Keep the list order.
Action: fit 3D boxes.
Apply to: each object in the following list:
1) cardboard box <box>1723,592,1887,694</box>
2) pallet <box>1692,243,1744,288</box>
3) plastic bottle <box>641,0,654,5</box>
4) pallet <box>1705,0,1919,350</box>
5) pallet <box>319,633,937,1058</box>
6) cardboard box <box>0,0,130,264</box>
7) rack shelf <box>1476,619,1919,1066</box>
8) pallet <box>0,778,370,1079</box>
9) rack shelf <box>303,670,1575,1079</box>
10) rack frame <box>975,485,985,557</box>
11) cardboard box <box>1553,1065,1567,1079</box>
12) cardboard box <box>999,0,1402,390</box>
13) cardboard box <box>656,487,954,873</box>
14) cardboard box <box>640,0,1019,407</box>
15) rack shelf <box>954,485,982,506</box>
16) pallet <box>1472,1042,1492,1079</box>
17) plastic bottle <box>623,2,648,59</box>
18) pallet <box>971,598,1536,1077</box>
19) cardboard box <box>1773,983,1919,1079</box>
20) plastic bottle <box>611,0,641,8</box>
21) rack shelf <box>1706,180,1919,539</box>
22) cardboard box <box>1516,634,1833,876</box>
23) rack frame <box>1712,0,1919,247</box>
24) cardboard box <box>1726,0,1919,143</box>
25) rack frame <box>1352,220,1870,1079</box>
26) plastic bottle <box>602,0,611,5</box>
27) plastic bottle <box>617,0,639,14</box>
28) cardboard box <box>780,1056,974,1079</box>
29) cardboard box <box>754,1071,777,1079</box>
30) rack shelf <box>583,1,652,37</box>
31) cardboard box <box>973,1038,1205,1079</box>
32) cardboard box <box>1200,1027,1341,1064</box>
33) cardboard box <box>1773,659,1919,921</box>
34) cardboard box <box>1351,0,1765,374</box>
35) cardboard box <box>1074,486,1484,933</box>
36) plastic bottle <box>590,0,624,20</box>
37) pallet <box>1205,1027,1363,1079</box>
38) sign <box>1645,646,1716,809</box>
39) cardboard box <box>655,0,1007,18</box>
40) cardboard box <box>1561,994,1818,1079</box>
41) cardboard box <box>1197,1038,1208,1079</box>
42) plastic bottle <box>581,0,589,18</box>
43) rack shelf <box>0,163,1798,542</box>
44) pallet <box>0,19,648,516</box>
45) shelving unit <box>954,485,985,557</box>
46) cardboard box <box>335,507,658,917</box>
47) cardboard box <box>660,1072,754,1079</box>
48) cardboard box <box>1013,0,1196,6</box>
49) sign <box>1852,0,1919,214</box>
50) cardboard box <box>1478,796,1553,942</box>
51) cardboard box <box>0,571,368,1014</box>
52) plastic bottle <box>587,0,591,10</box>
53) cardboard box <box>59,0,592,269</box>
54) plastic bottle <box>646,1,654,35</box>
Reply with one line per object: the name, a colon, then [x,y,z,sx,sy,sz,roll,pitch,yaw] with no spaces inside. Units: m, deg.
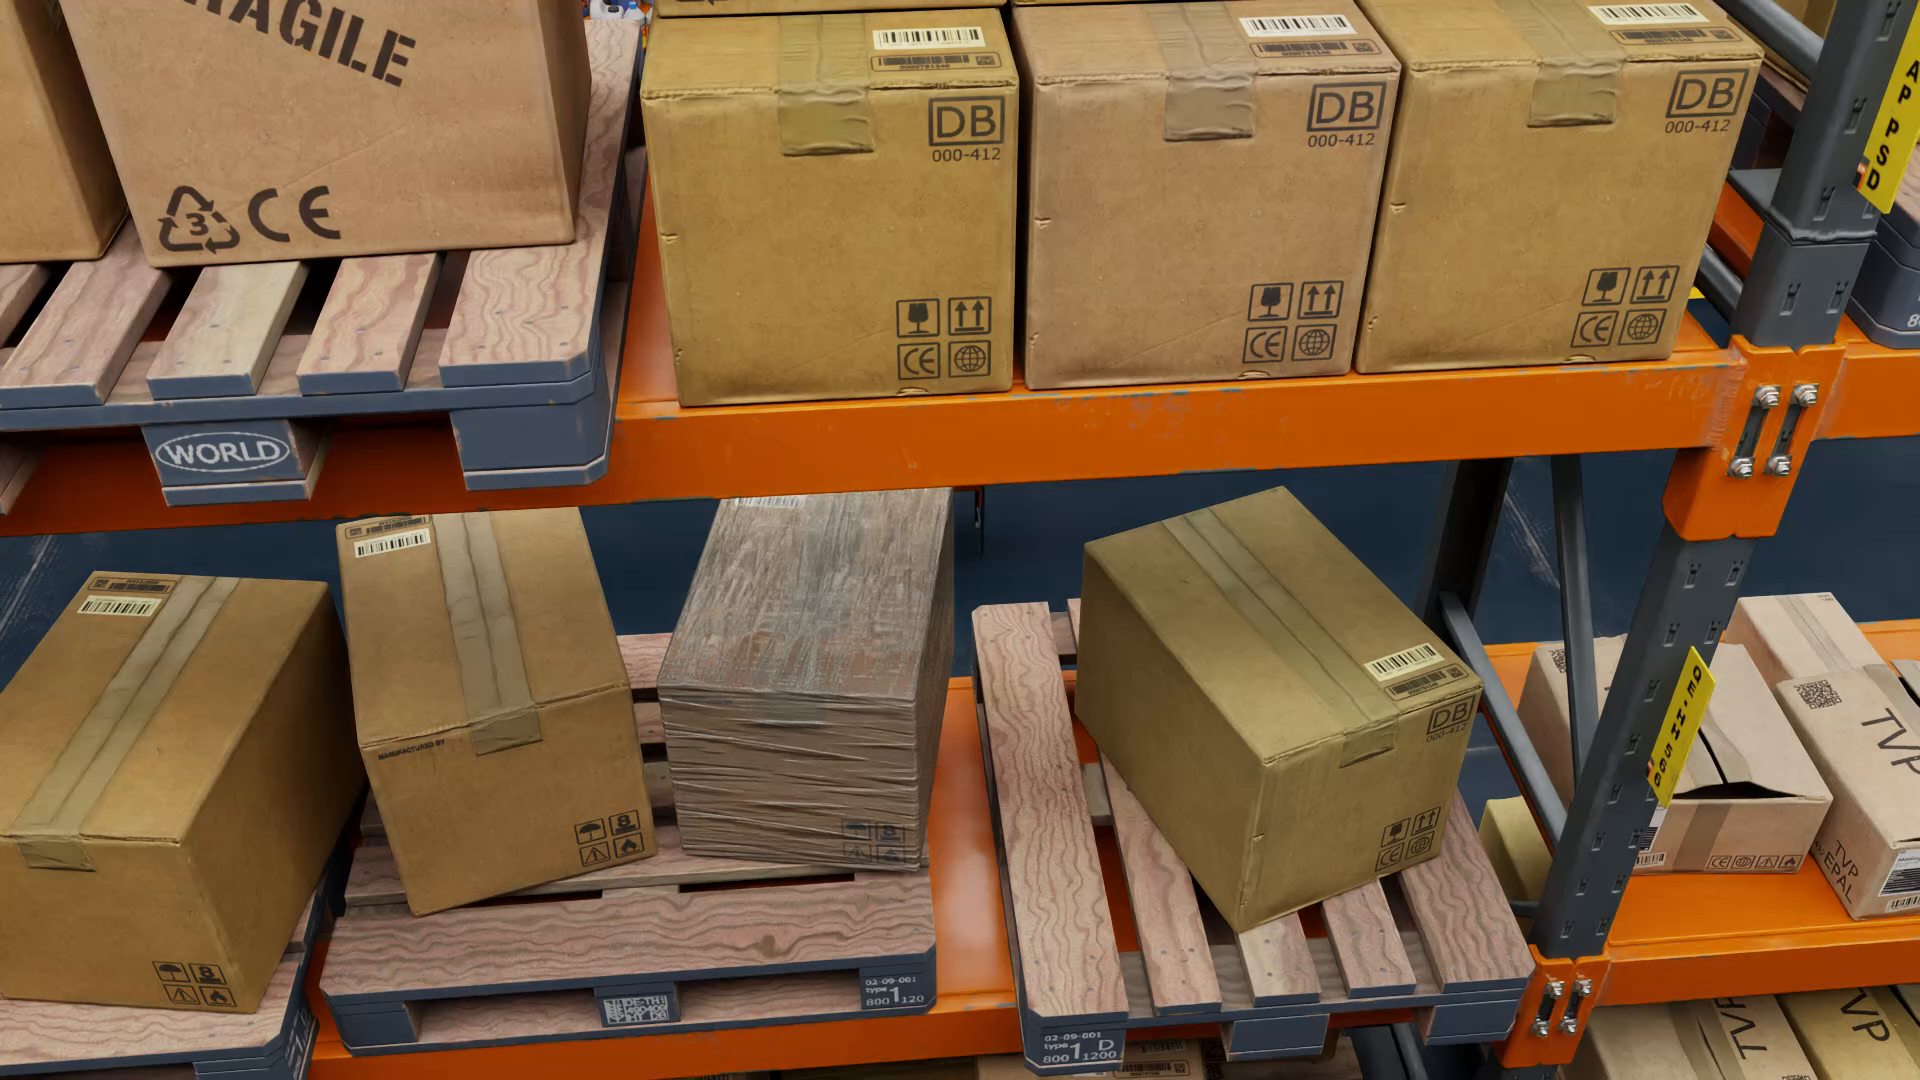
cardboard box: [2.119,0.311,4.137,0.250,0.149,0.380,-3,38,-4]
pallet: [4.018,-1.682,8.711,1.213,0.211,1.003,-3,38,-4]
plastic bottle: [-1.463,-2.639,7.833,0.097,0.201,0.097,0,38,0]
pallet: [1.916,-0.764,3.027,1.003,0.211,1.213,-1,38,-2]
pallet: [-0.689,0.617,3.701,1.213,0.211,1.003,-3,38,-4]
cardboard box: [-1.564,-0.802,2.423,0.600,0.600,0.600,-4,38,-4]
rack shelf: [3.240,0.605,4.143,4.000,0.370,1.077,-3,38,-4]
pallet: [-1.931,0.750,3.532,1.213,0.211,1.003,-3,38,-4]
rack shelf: [-0.744,0.824,3.864,4.000,0.370,1.077,-3,38,-4]
rack frame: [0.078,-0.475,6.384,0.015,1.200,0.240,-3,38,-4]
cardboard box: [1.796,1.499,4.309,0.500,0.250,0.500,-3,38,-4]
cardboard box: [0.308,-0.712,2.728,0.500,0.500,0.910,-3,38,-4]
cardboard box: [-0.297,0.264,3.573,0.500,0.500,0.700,4,38,5]
cardboard box: [-0.210,-0.683,2.692,0.500,0.500,0.910,-3,38,-4]
rack shelf: [-0.165,-0.253,6.531,0.480,0.148,0.258,-3,38,-4]
pallet: [2.071,1.506,4.671,1.213,0.211,1.003,-3,38,-4]
plastic bottle: [-1.405,-2.198,7.217,0.097,0.271,0.097,0,38,0]
pallet: [0.579,0.588,3.738,1.003,0.211,1.213,-3,38,-4]
cardboard box: [2.318,1.245,4.179,0.500,0.311,0.500,-4,38,-5]
plastic bottle: [-1.576,-2.645,7.781,0.135,0.276,0.152,-3,38,-4]
rack shelf: [3.240,-0.573,3.213,4.000,0.370,1.077,-3,38,-4]
cardboard box: [1.614,0.474,3.799,0.500,0.311,0.500,-1,38,-1]
rack frame: [1.248,-1.923,1.922,0.127,3.000,1.000,-3,38,-4]
cardboard box: [1.695,-0.911,2.844,0.500,0.250,0.500,-6,39,-7]
rack frame: [1.248,0.432,3.781,0.127,3.000,1.000,-3,38,-4]
plastic bottle: [-1.694,-2.626,7.817,0.097,0.201,0.097,0,38,0]
plastic bottle: [-1.547,-2.567,7.686,0.097,0.271,0.097,0,38,0]
cardboard box: [-0.178,1.465,4.134,0.500,0.500,0.500,-4,38,-6]
cardboard box: [-0.701,1.498,4.093,0.500,0.500,0.500,-5,38,-6]
rack shelf: [-1.179,-2.232,7.738,4.000,0.370,1.077,-3,38,-4]
cardboard box: [0.281,1.148,3.931,0.500,0.250,0.500,-2,38,-2]
cardboard box: [0.769,1.089,4.611,0.500,0.500,0.500,-2,38,-2]
cardboard box: [2.156,0.538,3.719,0.500,0.311,0.500,-4,38,-5]
cardboard box: [0.816,-0.740,2.764,0.500,0.500,0.910,-3,38,-4]
cardboard box: [0.631,0.332,3.488,0.500,0.500,0.700,-16,41,-19]
plastic bottle: [-1.523,-2.210,7.229,0.135,0.276,0.152,-3,38,-4]
pallet: [0.501,1.545,4.622,1.213,0.211,1.003,-3,38,-4]
sign: [1.305,0.343,3.023,0.005,0.325,0.100,-3,38,-4]
cardboard box: [-0.203,-1.101,2.415,0.500,0.500,0.500,-3,38,-4]
cardboard box: [1.796,1.279,4.135,0.500,0.311,0.500,-2,38,-2]
cardboard box: [0.337,1.437,4.170,0.500,0.500,0.500,-2,38,-2]
plastic bottle: [-1.778,-2.554,7.670,0.097,0.271,0.097,0,38,0]
rack shelf: [-0.744,-0.353,2.935,4.000,0.370,1.077,-3,38,-4]
pallet: [-1.048,-0.503,2.697,1.003,0.211,1.213,-3,38,-4]
shelving unit: [-0.165,-0.462,6.367,0.503,1.200,0.258,-3,38,-4]
cardboard box: [-0.982,0.312,3.513,0.500,0.500,0.700,-13,40,-15]
cardboard box: [-0.737,1.207,3.856,0.500,0.250,0.500,-4,38,-5]
cardboard box: [0.305,-1.129,2.450,0.500,0.500,0.500,-3,38,-4]
sign: [1.294,-0.613,2.267,0.005,0.325,0.100,-3,38,-4]
cardboard box: [1.748,0.946,4.558,0.500,0.311,0.500,-2,38,-3]
cardboard box: [-1.565,0.483,3.297,0.500,0.500,0.700,3,38,3]
plastic bottle: [-1.807,-2.632,7.765,0.135,0.276,0.152,-3,38,-4]
cardboard box: [-0.900,-0.826,2.454,0.600,0.600,0.600,-5,39,-6]
plastic bottle: [-1.308,-2.203,7.224,0.097,0.271,0.097,0,38,0]
